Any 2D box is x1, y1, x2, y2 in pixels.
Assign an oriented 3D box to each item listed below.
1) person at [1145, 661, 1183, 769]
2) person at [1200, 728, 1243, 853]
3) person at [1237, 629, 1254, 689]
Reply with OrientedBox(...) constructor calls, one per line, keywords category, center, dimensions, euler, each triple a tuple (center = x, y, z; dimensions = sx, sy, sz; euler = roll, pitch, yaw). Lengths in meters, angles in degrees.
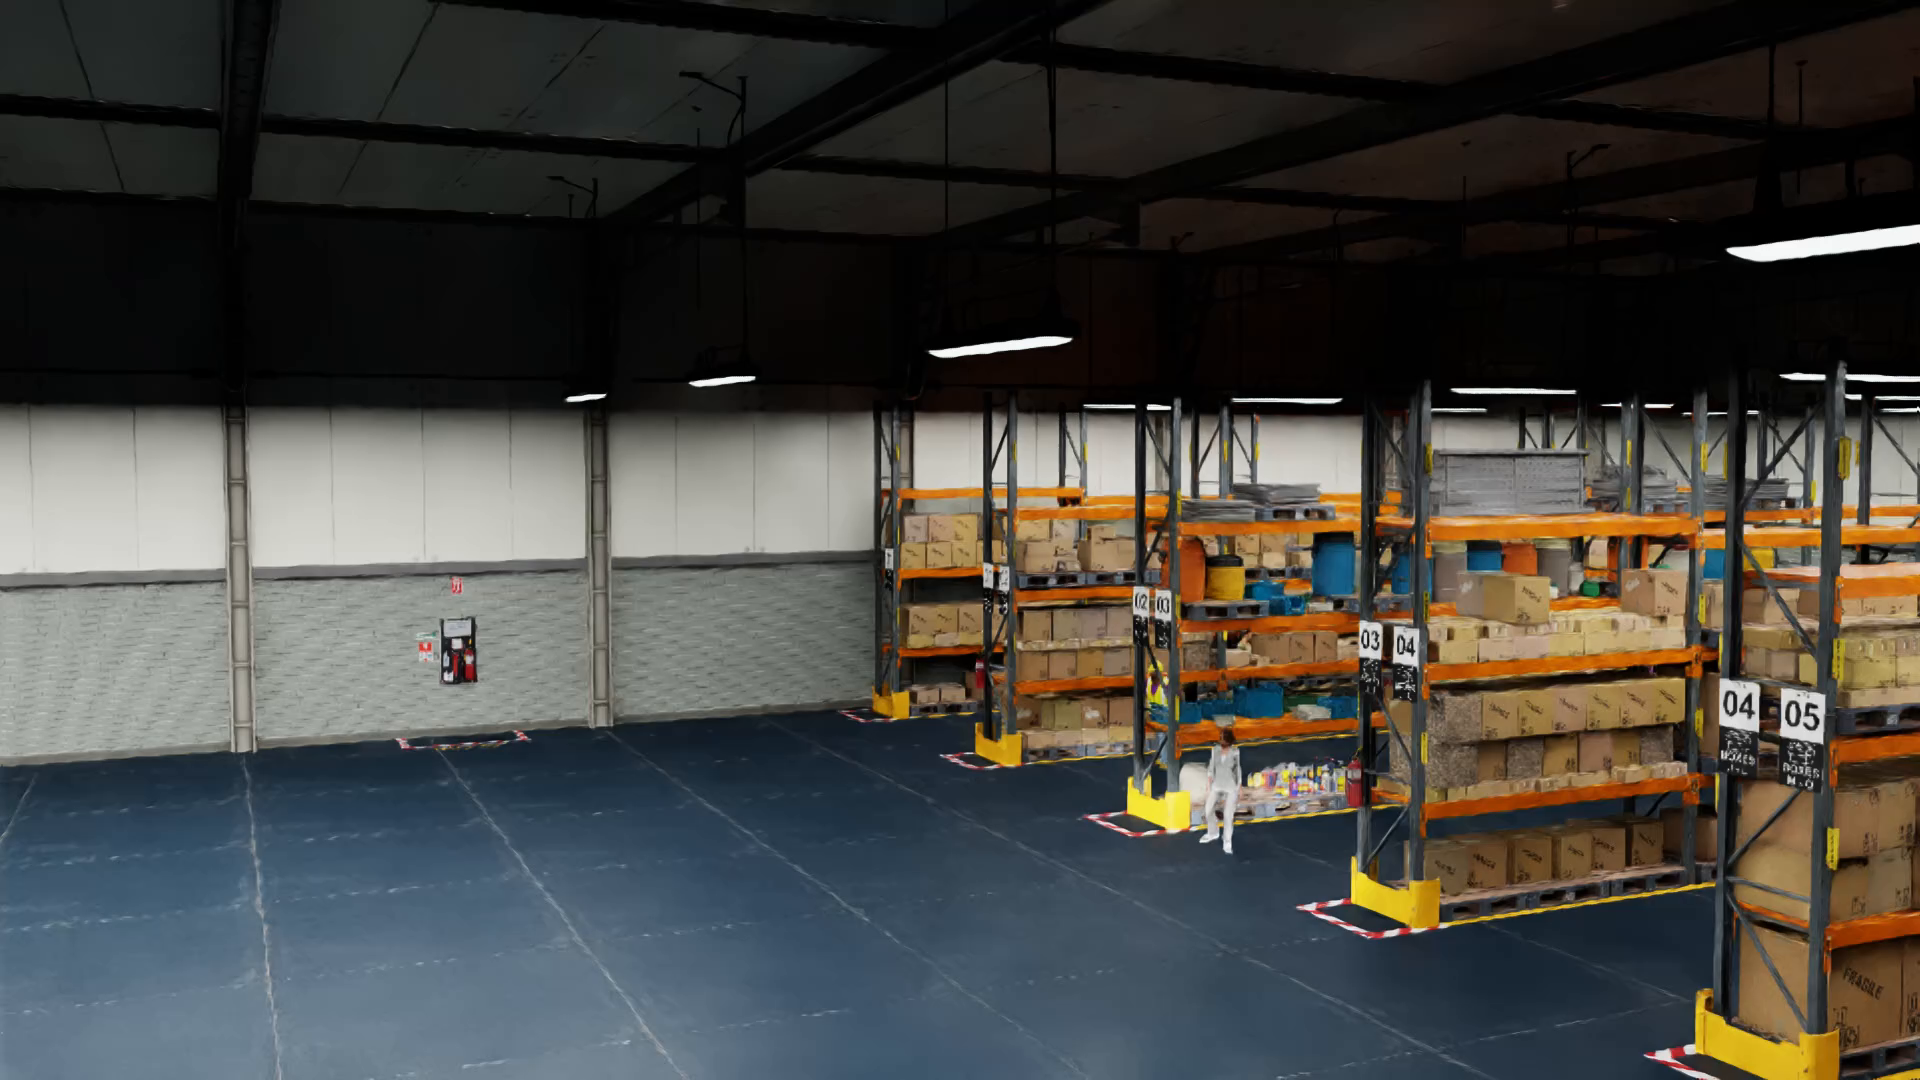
OrientedBox(category="person", center=(3.188, 2.765, 26.463), dimensions=(0.780, 1.705, 0.702), euler=(-3, 5, -45))
OrientedBox(category="person", center=(3.294, 3.141, 21.042), dimensions=(0.569, 1.586, 0.465), euler=(1, 4, 22))
OrientedBox(category="person", center=(5.428, 2.484, 31.434), dimensions=(0.434, 1.672, 0.494), euler=(2, 4, 35))
